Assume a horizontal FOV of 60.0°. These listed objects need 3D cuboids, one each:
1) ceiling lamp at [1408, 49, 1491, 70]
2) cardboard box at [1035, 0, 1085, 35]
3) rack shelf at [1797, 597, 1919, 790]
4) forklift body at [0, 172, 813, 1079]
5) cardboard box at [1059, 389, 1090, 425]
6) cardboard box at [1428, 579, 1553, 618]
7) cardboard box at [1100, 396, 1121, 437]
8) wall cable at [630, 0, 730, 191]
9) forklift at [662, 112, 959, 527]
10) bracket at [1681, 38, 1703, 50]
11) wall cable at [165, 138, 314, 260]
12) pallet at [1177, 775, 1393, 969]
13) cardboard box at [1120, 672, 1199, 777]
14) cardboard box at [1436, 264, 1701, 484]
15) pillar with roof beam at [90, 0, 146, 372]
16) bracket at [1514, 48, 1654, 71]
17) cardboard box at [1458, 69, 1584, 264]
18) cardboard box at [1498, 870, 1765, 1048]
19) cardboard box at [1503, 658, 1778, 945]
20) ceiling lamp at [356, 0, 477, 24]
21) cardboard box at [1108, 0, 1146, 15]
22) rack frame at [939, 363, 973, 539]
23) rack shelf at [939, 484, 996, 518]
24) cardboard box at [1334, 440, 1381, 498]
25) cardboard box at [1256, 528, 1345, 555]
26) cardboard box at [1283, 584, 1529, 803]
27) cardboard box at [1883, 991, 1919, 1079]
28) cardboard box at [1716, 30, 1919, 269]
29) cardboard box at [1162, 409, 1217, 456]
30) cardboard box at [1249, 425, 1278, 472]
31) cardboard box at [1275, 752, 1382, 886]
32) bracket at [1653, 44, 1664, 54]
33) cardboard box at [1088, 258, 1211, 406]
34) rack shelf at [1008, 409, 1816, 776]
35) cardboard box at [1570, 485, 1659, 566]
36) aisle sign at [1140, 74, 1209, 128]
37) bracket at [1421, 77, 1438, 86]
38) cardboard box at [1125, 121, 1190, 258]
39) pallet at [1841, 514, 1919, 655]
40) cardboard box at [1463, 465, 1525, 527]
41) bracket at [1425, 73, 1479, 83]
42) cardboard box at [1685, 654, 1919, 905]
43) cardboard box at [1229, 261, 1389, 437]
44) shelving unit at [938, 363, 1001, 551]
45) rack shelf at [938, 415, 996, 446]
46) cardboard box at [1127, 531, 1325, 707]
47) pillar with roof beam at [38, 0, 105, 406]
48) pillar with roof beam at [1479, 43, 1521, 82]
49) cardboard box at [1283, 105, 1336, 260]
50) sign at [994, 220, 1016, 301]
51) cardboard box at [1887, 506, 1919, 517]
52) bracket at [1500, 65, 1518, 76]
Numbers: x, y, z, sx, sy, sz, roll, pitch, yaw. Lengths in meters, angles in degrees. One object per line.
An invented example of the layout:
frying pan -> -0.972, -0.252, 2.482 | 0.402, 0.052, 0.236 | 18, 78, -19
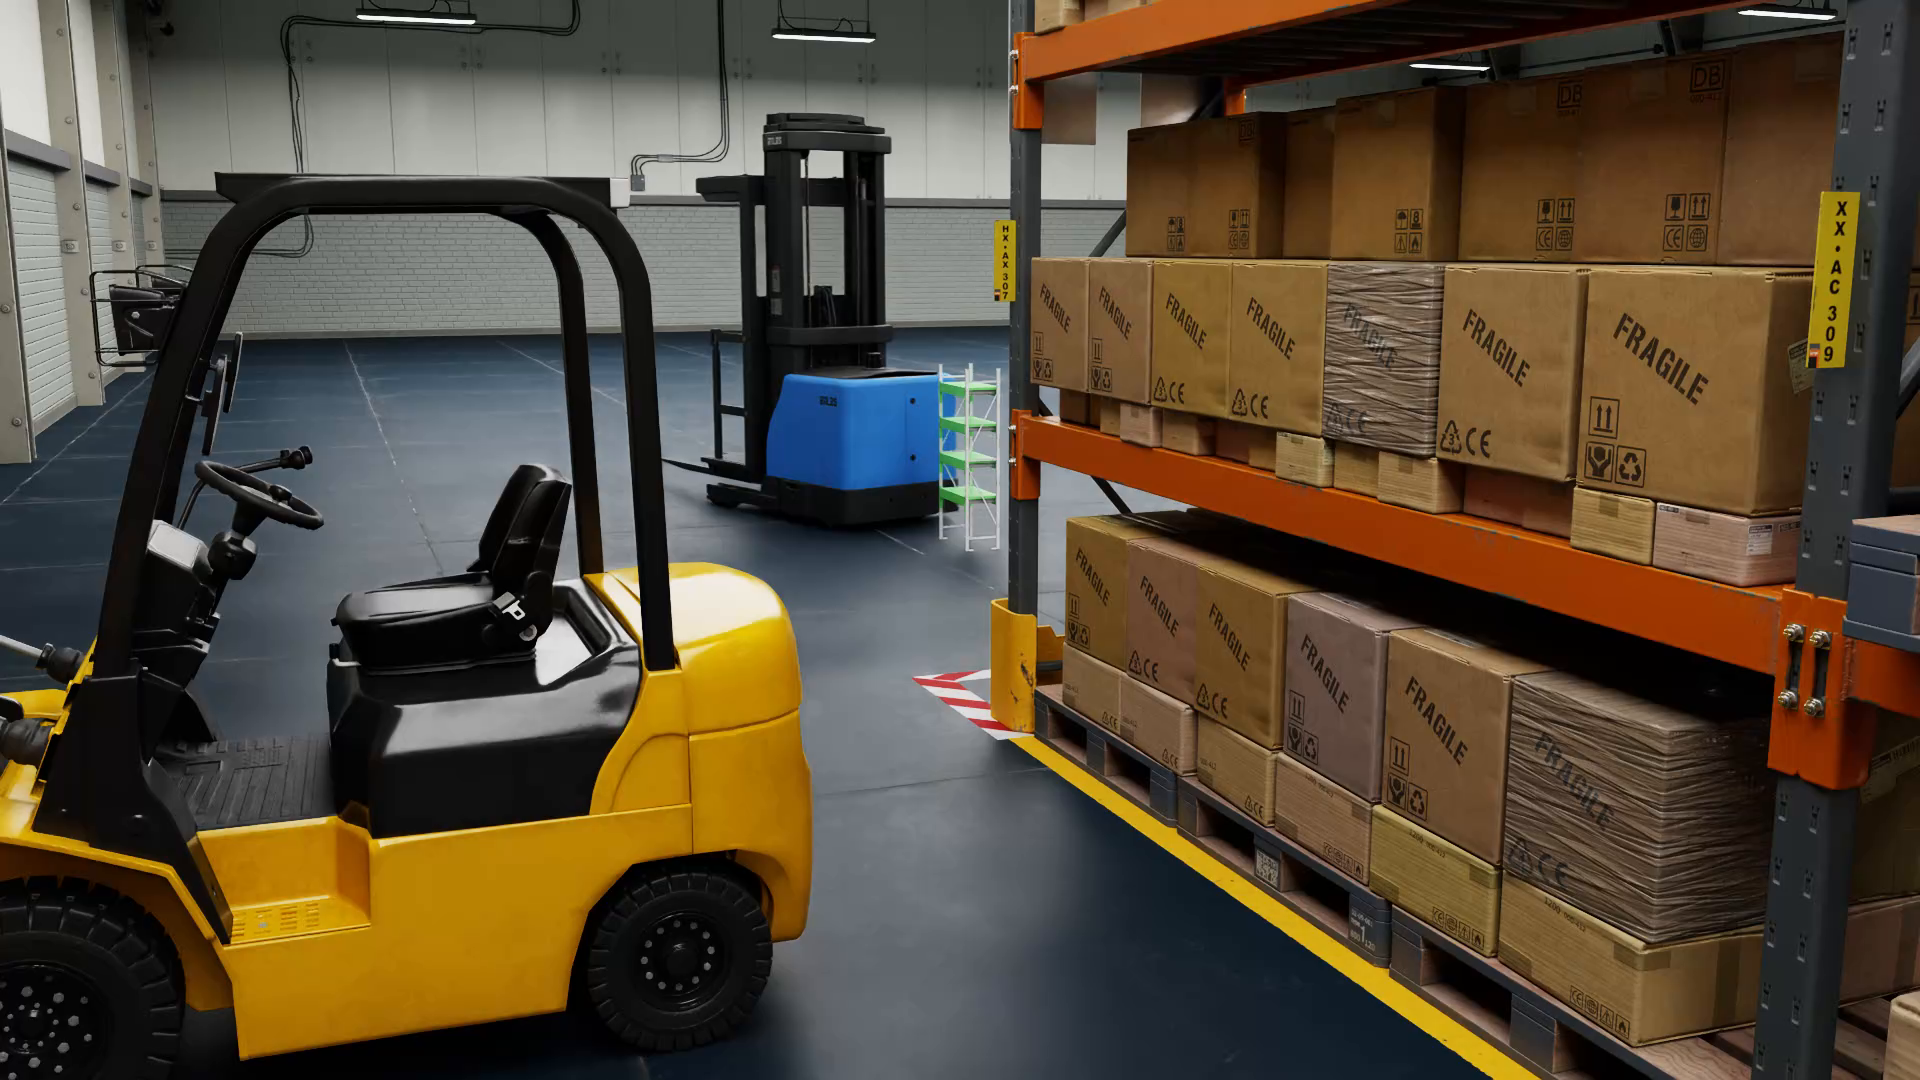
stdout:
ceiling lamp -> 10.744, -12.040, 36.745 | 2.000, 3.185, 0.800 | -4, 11, -21
cardboard box -> 0.510, -2.027, 6.403 | 0.380, 0.149, 0.250 | -4, 11, -21
rack shelf -> 2.867, 0.585, 1.622 | 1.077, 0.370, 4.000 | -4, 11, -21
forklift body -> -1.545, 0.179, 4.275 | 2.313, 2.155, 1.214 | -4, 11, -21
cardboard box -> 0.623, -0.556, 6.701 | 0.380, 0.149, 0.250 | -4, 11, -21
cardboard box -> 1.789, 0.397, 5.133 | 0.500, 0.500, 0.500 | -3, 11, -18
cardboard box -> 0.748, -0.468, 6.202 | 0.380, 0.149, 0.250 | -4, 11, -23
wall cable -> -6.373, -10.952, 37.583 | 2.305, 6.003, 0.169 | -4, 11, -21
forklift -> -1.322, -1.739, 12.829 | 1.130, 2.935, 3.031 | -8, 13, -38
bracket -> 15.961, -10.814, 36.243 | 0.235, 0.232, 0.430 | -4, 11, -21
wall cable -> -15.227, -7.149, 34.780 | 3.097, 2.526, 0.112 | -4, 11, -21
pallet -> 1.420, 0.970, 5.363 | 1.003, 0.211, 1.213 | -4, 11, -21
cardboard box -> 0.905, 0.631, 5.958 | 0.500, 0.250, 0.500 | -3, 11, -19
cardboard box -> 1.556, -0.432, 4.148 | 0.500, 0.500, 0.500 | -4, 11, -19
pillar with roof beam -> -9.205, -7.407, 27.363 | 9.100, 9.000, 0.548 | -4, 11, -21
bracket -> 14.721, -11.373, 39.384 | 0.076, 0.066, 4.783 | -4, 11, -21
cardboard box -> 1.863, -1.038, 4.699 | 0.700, 0.500, 0.500 | -4, 11, -22
cardboard box -> 1.677, 0.972, 4.044 | 0.500, 0.250, 0.500 | -3, 11, -18
cardboard box -> 1.677, 0.602, 3.979 | 0.500, 0.500, 0.500 | -4, 11, -22
ceiling lamp -> -9.565, -10.657, 28.970 | 2.000, 3.185, 0.800 | -4, 11, -21
cardboard box -> 0.753, -1.945, 5.939 | 0.380, 0.149, 0.250 | -4, 11, -19
rack frame -> -0.028, -0.604, 11.387 | 0.240, 1.200, 0.015 | -4, 11, -21
rack shelf -> 0.060, -0.265, 11.216 | 0.258, 0.148, 0.480 | -4, 11, -21
cardboard box -> 1.305, -0.215, 4.778 | 0.380, 0.149, 0.250 | -4, 11, -22
cardboard box -> 1.418, 0.228, 6.083 | 0.500, 0.500, 0.500 | -3, 11, -19
cardboard box -> 1.306, 0.436, 4.913 | 0.500, 0.500, 0.500 | -3, 11, -18
cardboard box -> 2.334, 1.077, 3.107 | 0.950, 0.372, 0.625 | -4, 11, -20
cardboard box -> 2.185, -0.869, 3.752 | 0.700, 0.500, 0.500 | -4, 11, -21
cardboard box -> 0.922, -0.383, 5.727 | 0.380, 0.149, 0.250 | -4, 11, -19
cardboard box -> 1.142, -0.299, 5.253 | 0.380, 0.149, 0.250 | -4, 11, -22
cardboard box -> 1.295, 0.802, 4.998 | 0.500, 0.250, 0.500 | -4, 11, -20
bracket -> 15.661, -10.950, 37.004 | 0.235, 0.232, 0.430 | -4, 11, -21
cardboard box -> 0.796, -0.765, 6.022 | 0.500, 0.500, 0.500 | -4, 11, -19
rack shelf -> 1.417, -0.068, 5.292 | 1.077, 0.370, 4.000 | -4, 11, -21
cardboard box -> 1.645, -0.046, 3.828 | 0.380, 0.149, 0.250 | -4, 11, -20
aisle sign -> 0.940, -2.057, 6.997 | 0.394, 0.787, 0.004 | -4, 11, -21
bracket -> 12.627, -12.316, 44.685 | 0.235, 0.232, 0.430 | -4, 11, -21
cardboard box -> 1.081, -1.367, 6.551 | 0.700, 0.500, 0.500 | -4, 11, -22
pallet -> 2.283, 0.133, 2.657 | 1.003, 0.211, 1.213 | -4, 11, -21
cardboard box -> 1.546, -0.135, 4.329 | 0.380, 0.149, 0.250 | -4, 11, -22
bracket -> 12.841, -12.220, 44.143 | 0.076, 0.066, 3.189 | -4, 11, -21
cardboard box -> 2.180, 0.569, 4.170 | 0.500, 0.500, 0.500 | -3, 11, -18
cardboard box -> 1.174, -0.600, 5.091 | 0.500, 0.500, 0.500 | -4, 11, -22
shelving unit -> 0.060, -0.564, 11.163 | 0.258, 1.200, 0.503 | -4, 11, -21
rack shelf -> 0.060, -0.737, 11.132 | 0.258, 0.148, 0.480 | -4, 11, -21
cardboard box -> 0.930, 0.267, 5.864 | 0.500, 0.500, 0.500 | -4, 11, -23
pillar with roof beam -> -7.031, -6.427, 21.857 | 9.100, 9.000, 0.400 | -4, 11, -21
pillar with roof beam -> 9.955, -9.839, 41.035 | 9.100, 9.000, 0.548 | -4, 11, -21
cardboard box -> 1.538, -1.207, 5.653 | 0.700, 0.500, 0.500 | -4, 11, -22
sign -> 0.187, -1.140, 6.795 | 0.100, 0.325, 0.005 | -4, 11, -21
cardboard box -> 2.327, -0.044, 3.819 | 0.380, 0.149, 0.250 | -4, 11, -21
bracket -> 13.787, -11.794, 41.749 | 0.235, 0.232, 0.430 | -4, 11, -21
